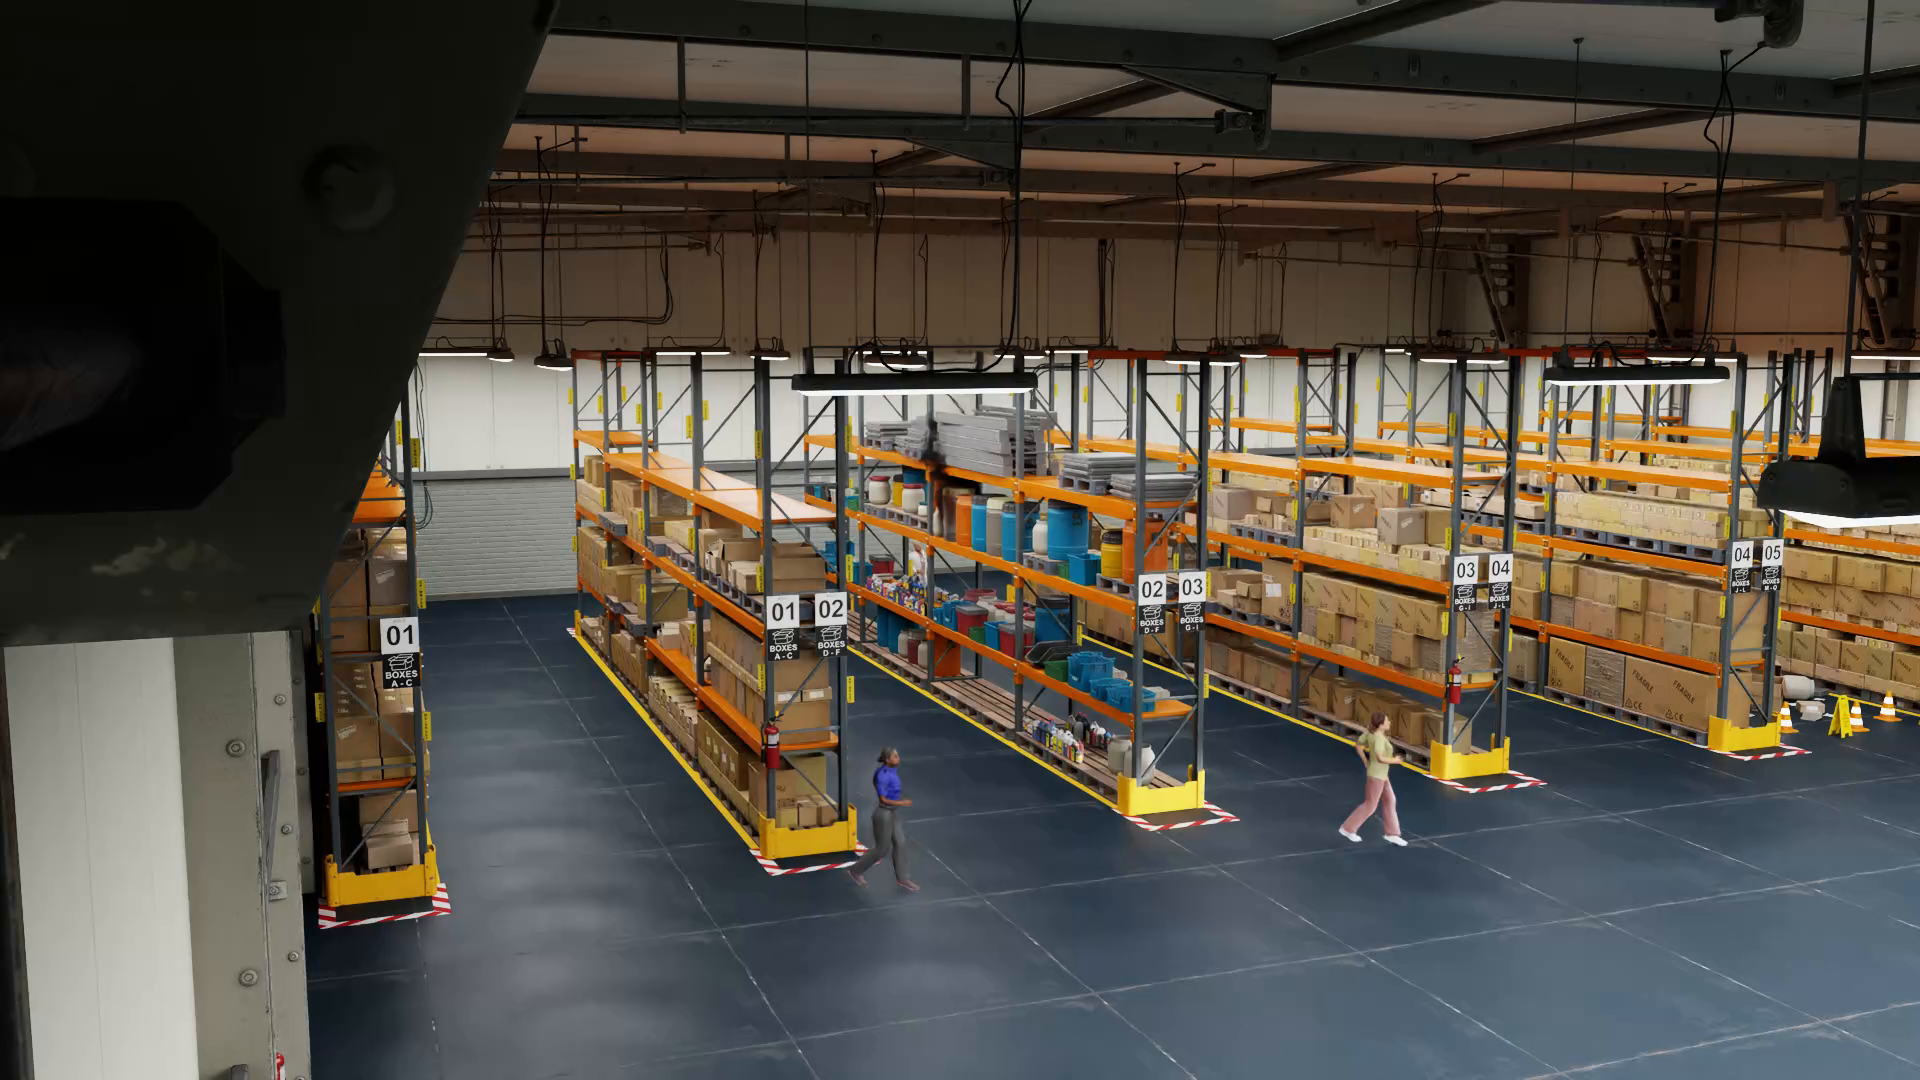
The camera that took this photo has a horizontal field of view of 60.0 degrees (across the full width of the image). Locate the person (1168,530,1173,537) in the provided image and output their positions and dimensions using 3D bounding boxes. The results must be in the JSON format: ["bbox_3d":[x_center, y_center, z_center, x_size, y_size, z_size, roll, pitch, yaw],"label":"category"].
[{"bbox_3d":[5.024,0.516,40.882,0.791,1.464,0.607,-4,8,-30],"label":"person"}]

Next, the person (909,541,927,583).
[{"bbox_3d":[-0.931,0.891,36.780,0.722,1.766,1.009,-5,9,-35],"label":"person"}]

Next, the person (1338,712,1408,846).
[{"bbox_3d":[5.123,2.957,20.522,0.863,1.700,0.566,1,7,8],"label":"person"}]

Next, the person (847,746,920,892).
[{"bbox_3d":[-0.865,3.170,18.918,0.826,1.685,0.596,1,7,7],"label":"person"}]
